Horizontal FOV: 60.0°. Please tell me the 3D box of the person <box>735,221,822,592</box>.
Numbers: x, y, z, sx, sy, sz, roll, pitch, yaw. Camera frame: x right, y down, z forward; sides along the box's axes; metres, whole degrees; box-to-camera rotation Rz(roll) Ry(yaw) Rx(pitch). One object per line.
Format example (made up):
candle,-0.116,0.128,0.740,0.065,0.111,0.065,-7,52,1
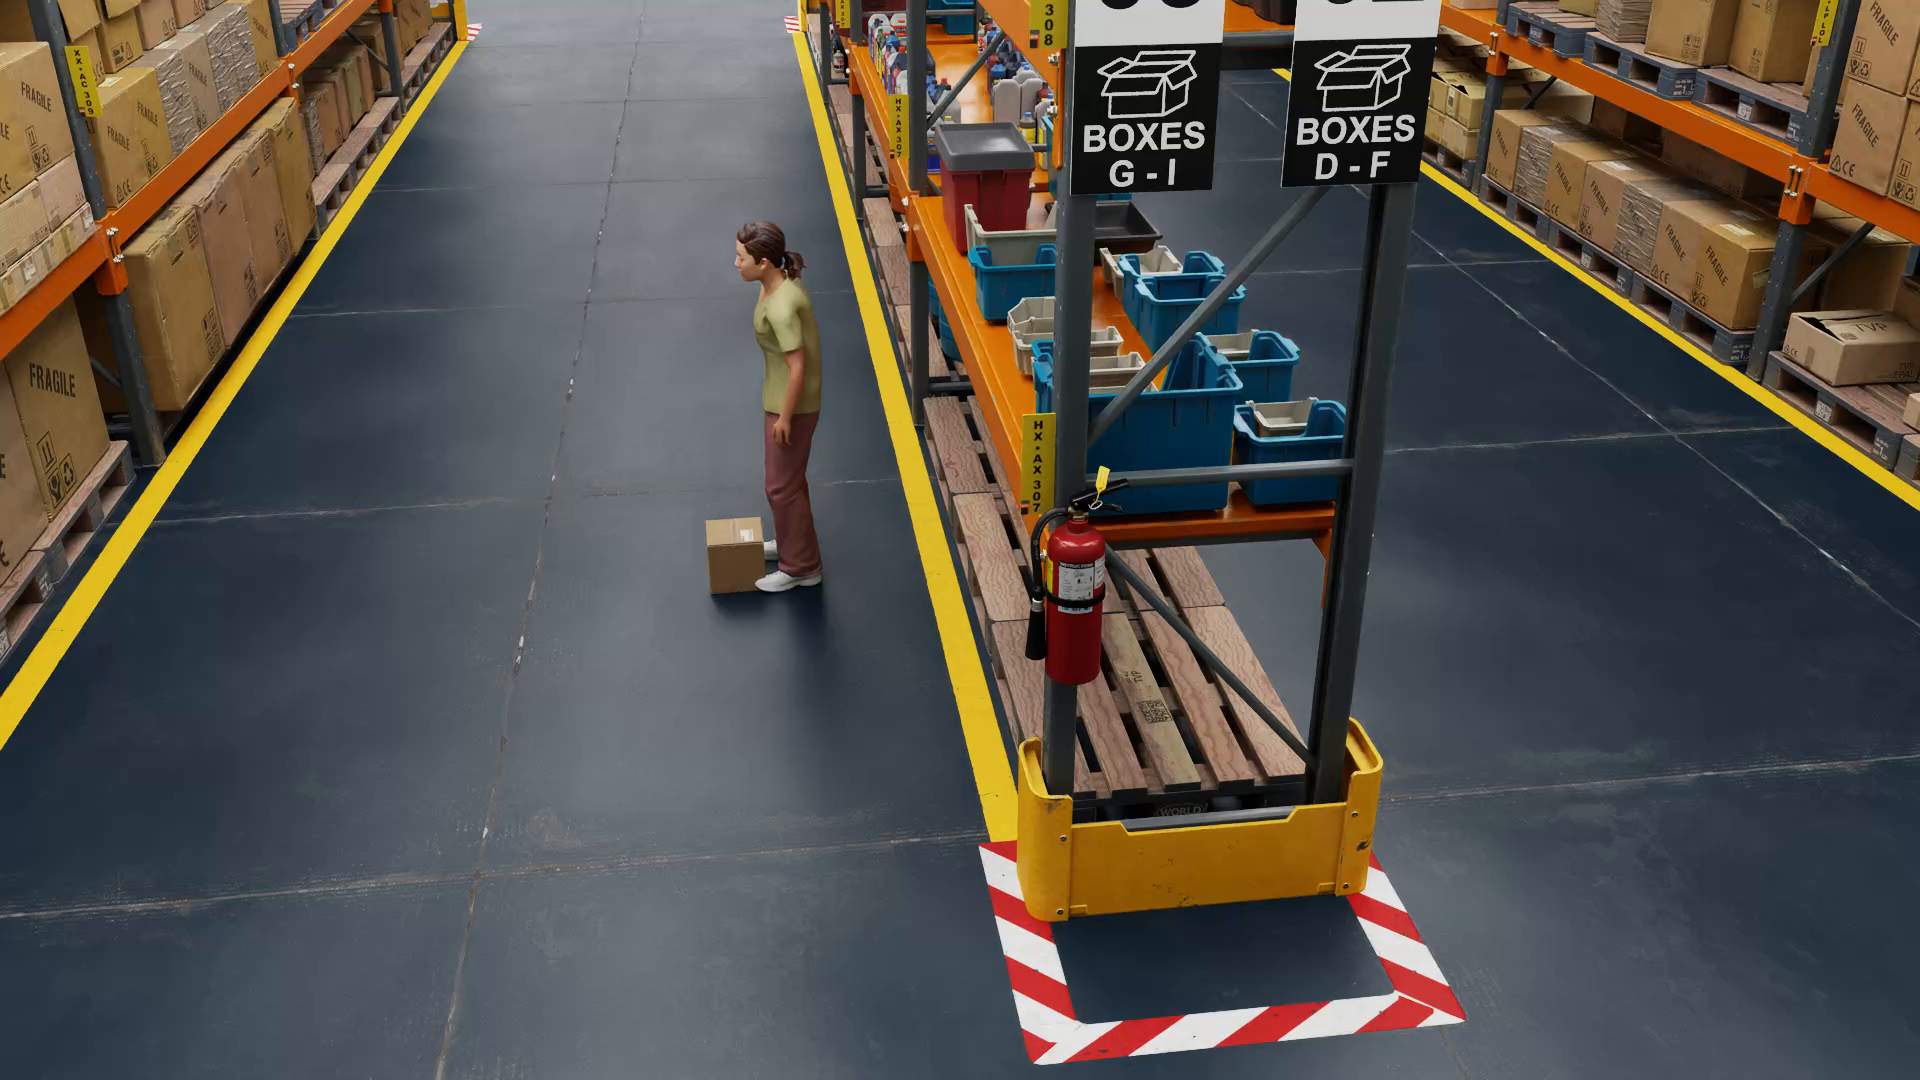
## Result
person,-0.773,-0.583,7.251,0.354,1.673,0.499,-4,27,-7
